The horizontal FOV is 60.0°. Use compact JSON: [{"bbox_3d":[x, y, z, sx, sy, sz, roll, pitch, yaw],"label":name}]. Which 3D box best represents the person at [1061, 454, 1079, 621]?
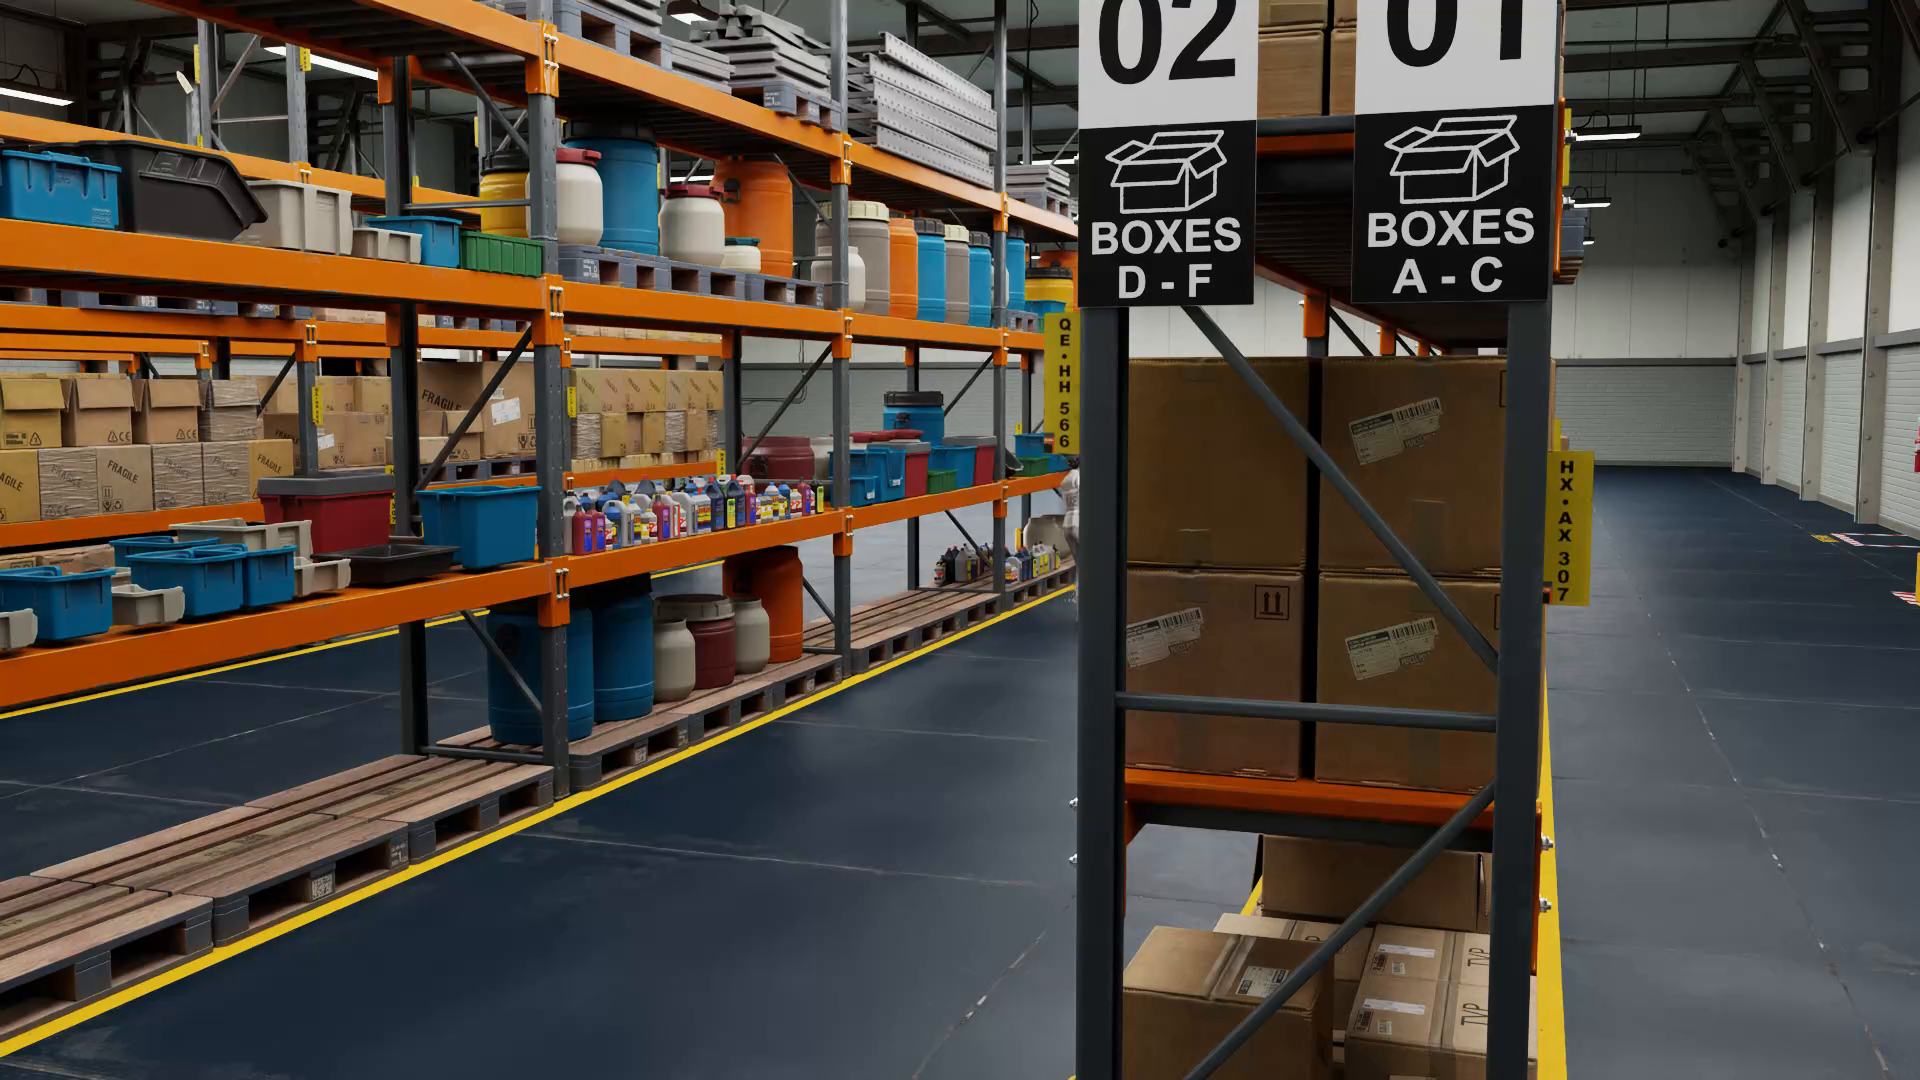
[{"bbox_3d":[1.179,-0.050,15.781,0.422,1.662,0.590,-2,6,-19],"label":"person"}]
